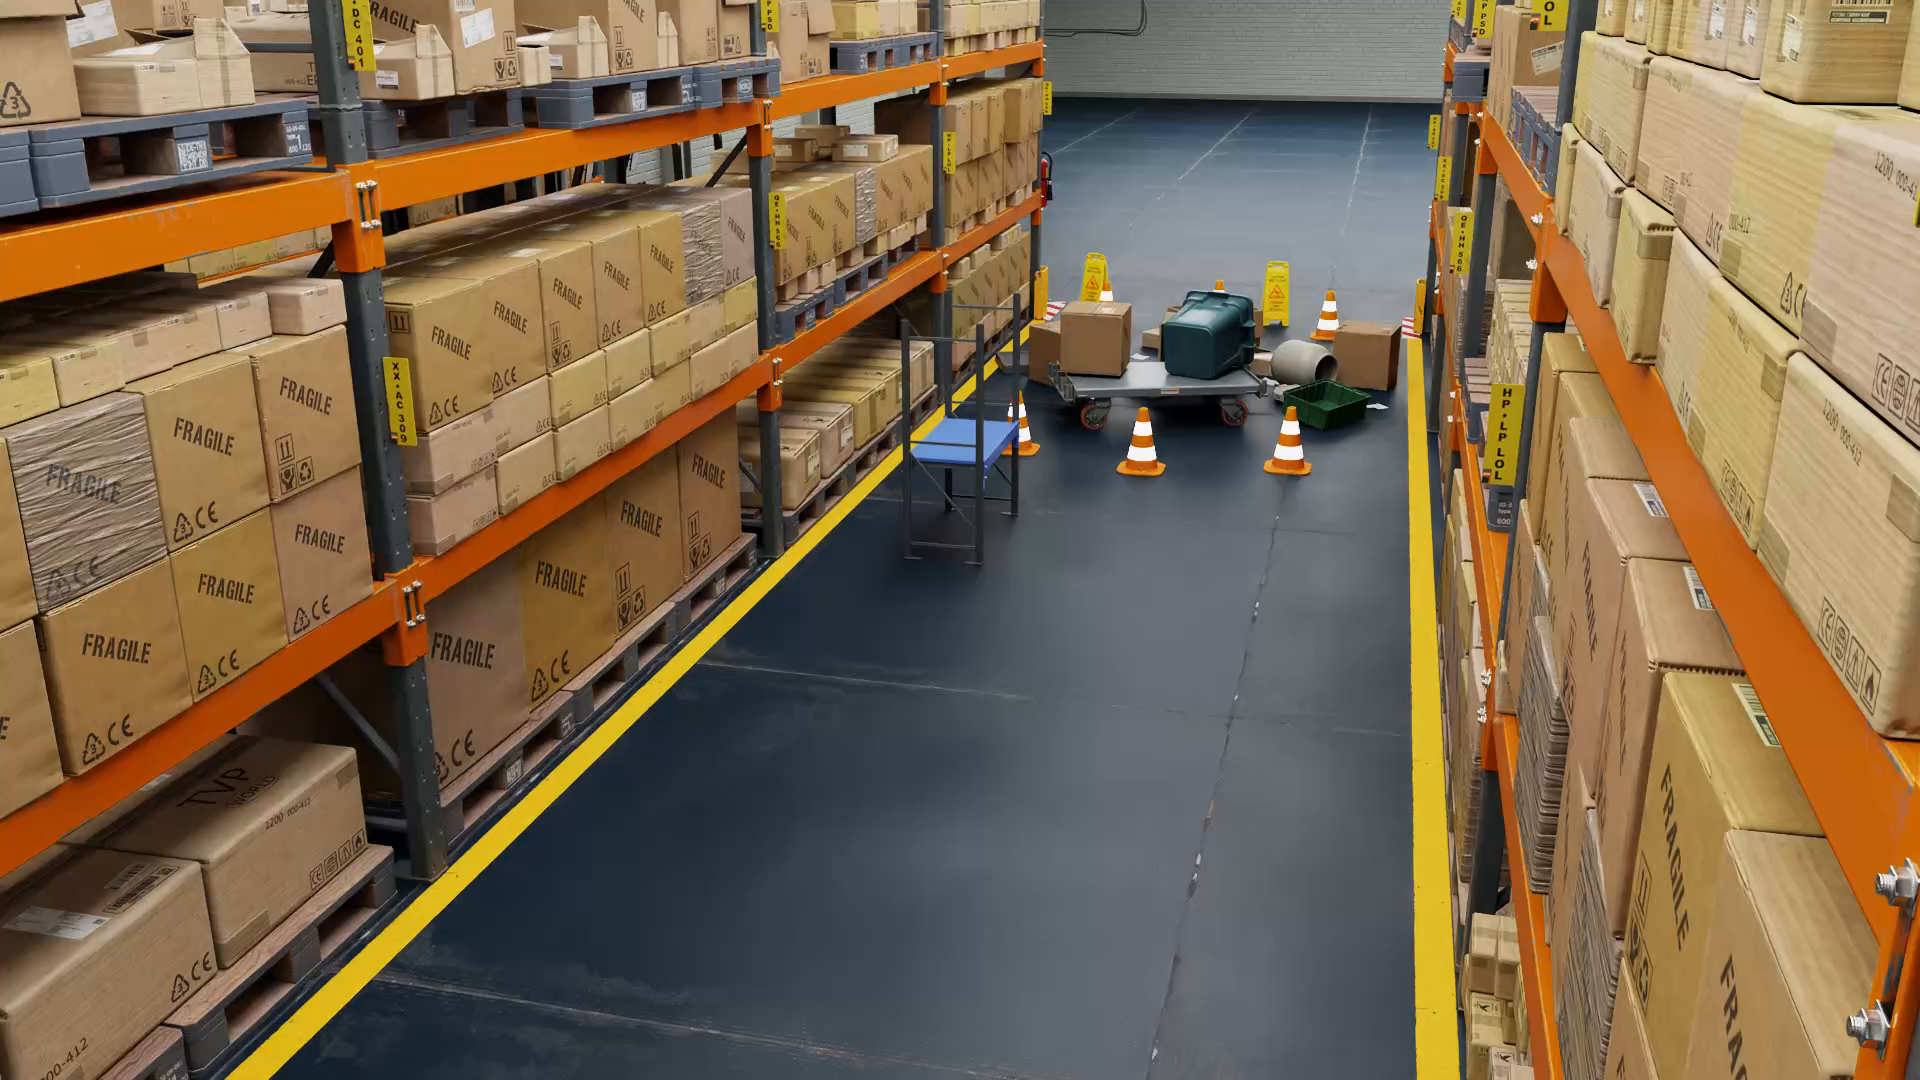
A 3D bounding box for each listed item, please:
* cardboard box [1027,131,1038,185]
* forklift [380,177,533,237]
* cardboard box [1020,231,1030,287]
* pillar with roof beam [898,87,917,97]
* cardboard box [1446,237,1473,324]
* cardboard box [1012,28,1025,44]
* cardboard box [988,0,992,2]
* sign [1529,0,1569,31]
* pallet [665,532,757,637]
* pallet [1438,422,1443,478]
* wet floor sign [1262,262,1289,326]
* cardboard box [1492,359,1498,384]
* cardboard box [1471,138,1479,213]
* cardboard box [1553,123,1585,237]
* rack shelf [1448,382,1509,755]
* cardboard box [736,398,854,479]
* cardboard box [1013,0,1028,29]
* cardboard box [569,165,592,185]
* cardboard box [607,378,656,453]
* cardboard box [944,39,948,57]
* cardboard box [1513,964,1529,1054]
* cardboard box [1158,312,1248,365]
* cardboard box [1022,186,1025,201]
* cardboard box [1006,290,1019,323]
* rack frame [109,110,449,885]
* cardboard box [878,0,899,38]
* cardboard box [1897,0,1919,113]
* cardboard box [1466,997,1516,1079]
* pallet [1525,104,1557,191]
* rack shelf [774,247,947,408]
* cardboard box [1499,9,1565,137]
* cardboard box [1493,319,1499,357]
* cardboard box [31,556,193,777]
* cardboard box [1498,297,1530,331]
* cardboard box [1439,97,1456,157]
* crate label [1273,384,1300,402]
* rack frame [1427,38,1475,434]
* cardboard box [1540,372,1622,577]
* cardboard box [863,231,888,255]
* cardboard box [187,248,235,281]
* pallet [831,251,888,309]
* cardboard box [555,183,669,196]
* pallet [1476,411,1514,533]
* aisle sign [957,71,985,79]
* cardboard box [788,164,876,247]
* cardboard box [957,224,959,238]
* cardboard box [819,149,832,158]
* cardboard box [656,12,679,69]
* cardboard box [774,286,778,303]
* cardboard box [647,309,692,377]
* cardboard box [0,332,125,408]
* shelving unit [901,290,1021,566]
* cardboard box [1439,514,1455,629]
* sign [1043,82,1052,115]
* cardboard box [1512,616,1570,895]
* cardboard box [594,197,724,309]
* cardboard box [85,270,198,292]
[{"bbox_3d":[0.488,-3.857,16.724,0.500,0.500,0.500,4,19,12],"label":"cardboard box"},{"bbox_3d":[-3.271,-1.771,11.338,1.130,2.935,3.031,4,19,12],"label":"forklift"},{"bbox_3d":[0.410,-2.841,16.810,0.500,0.500,0.500,5,19,14],"label":"cardboard box"},{"bbox_3d":[3.067,-12.245,32.616,9.100,9.000,0.400,5,19,13],"label":"pillar with roof beam"},{"bbox_3d":[3.439,-1.677,10.803,0.500,0.500,0.500,5,19,14],"label":"cardboard box"},{"bbox_3d":[0.410,-4.866,16.041,0.380,0.149,0.250,5,20,15],"label":"cardboard box"},{"bbox_3d":[0.069,-4.852,14.765,0.380,0.149,0.250,5,20,14],"label":"cardboard box"},{"bbox_3d":[1.707,-1.633,4.779,0.100,0.325,0.005,5,19,13],"label":"sign"},{"bbox_3d":[-1.867,0.208,9.753,1.003,0.211,1.213,5,19,13],"label":"pallet"},{"bbox_3d":[4.085,-0.680,12.353,1.003,0.211,1.213,5,19,13],"label":"pallet"},{"bbox_3d":[3.265,-2.553,17.163,0.267,0.644,0.232,1,19,4],"label":"wet floor sign"},{"bbox_3d":[2.787,-0.781,8.072,0.380,0.149,0.250,6,20,16],"label":"cardboard box"},{"bbox_3d":[4.085,-2.612,11.993,0.700,0.500,0.500,4,19,12],"label":"cardboard box"},{"bbox_3d":[1.877,-0.964,4.462,0.500,0.250,0.500,6,20,16],"label":"cardboard box"},{"bbox_3d":[2.734,-0.027,7.238,1.077,0.370,4.000,5,19,13],"label":"rack shelf"},{"bbox_3d":[-1.281,-0.717,11.561,0.950,0.372,0.625,4,19,12],"label":"cardboard box"},{"bbox_3d":[0.352,-5.012,15.851,0.500,0.250,0.500,4,19,13],"label":"cardboard box"},{"bbox_3d":[-4.327,-4.124,17.965,0.500,0.500,0.500,4,19,12],"label":"cardboard box"},{"bbox_3d":[-1.819,-0.623,8.103,0.500,0.250,0.500,4,19,12],"label":"cardboard box"},{"bbox_3d":[-0.307,-3.987,13.467,0.380,0.149,0.250,4,19,13],"label":"cardboard box"},{"bbox_3d":[1.822,1.385,4.832,0.380,0.149,0.250,4,19,13],"label":"cardboard box"},{"bbox_3d":[2.158,-1.699,14.674,0.797,0.637,0.503,5,19,13],"label":"cardboard box"},{"bbox_3d":[0.431,-3.441,16.509,0.380,0.149,0.250,4,19,12],"label":"cardboard box"},{"bbox_3d":[0.282,-2.322,16.449,0.500,0.250,0.500,5,19,14],"label":"cardboard box"},{"bbox_3d":[-2.579,-0.099,6.338,1.000,3.000,0.127,5,19,13],"label":"rack frame"},{"bbox_3d":[-0.755,-3.801,12.118,0.500,0.250,0.500,5,19,14],"label":"cardboard box"},{"bbox_3d":[1.282,-0.538,1.822,0.380,0.149,0.250,4,19,12],"label":"cardboard box"},{"bbox_3d":[1.780,1.582,5.175,0.380,0.149,0.250,5,20,15],"label":"cardboard box"},{"bbox_3d":[2.500,-1.256,5.374,1.213,0.211,1.003,5,19,13],"label":"pallet"},{"bbox_3d":[-1.113,-1.640,11.960,1.077,0.370,4.000,5,19,13],"label":"rack shelf"},{"bbox_3d":[2.593,-1.988,7.073,0.500,0.500,0.500,5,19,13],"label":"cardboard box"},{"bbox_3d":[2.846,-0.994,8.235,0.380,0.149,0.250,6,20,16],"label":"cardboard box"},{"bbox_3d":[-2.673,0.339,4.899,0.500,0.500,0.500,4,19,13],"label":"cardboard box"},{"bbox_3d":[2.795,-1.065,7.983,0.380,0.149,0.250,5,19,13],"label":"cardboard box"},{"bbox_3d":[4.736,-3.626,14.759,0.875,0.550,0.550,5,19,13],"label":"cardboard box"},{"bbox_3d":[2.810,-1.229,14.074,0.298,0.136,0.250,-9,21,-24],"label":"crate label"},{"bbox_3d":[4.200,-2.248,12.627,1.000,3.000,0.127,5,19,13],"label":"rack frame"},{"bbox_3d":[1.787,-0.116,4.223,0.500,0.500,0.500,4,19,12],"label":"cardboard box"},{"bbox_3d":[-0.746,-2.185,12.183,0.380,0.149,0.250,5,19,13],"label":"cardboard box"},{"bbox_3d":[-5.824,-2.112,12.462,0.500,0.250,0.500,4,19,12],"label":"cardboard box"},{"bbox_3d":[-1.158,-1.886,11.866,1.003,0.211,1.213,5,19,13],"label":"pallet"},{"bbox_3d":[-1.959,-1.738,9.435,0.500,0.500,0.500,4,19,12],"label":"cardboard box"},{"bbox_3d":[2.779,-0.279,7.162,1.003,0.211,1.213,5,19,13],"label":"pallet"},{"bbox_3d":[0.068,-5.135,17.058,0.394,0.787,0.004,5,19,13],"label":"aisle sign"},{"bbox_3d":[-0.894,-2.350,11.662,0.500,0.500,0.500,4,19,11],"label":"cardboard box"},{"bbox_3d":[-0.225,-2.645,14.178,0.380,0.149,0.250,5,20,15],"label":"cardboard box"},{"bbox_3d":[-1.139,-2.712,12.723,0.500,0.500,0.500,5,19,14],"label":"cardboard box"},{"bbox_3d":[-1.599,-2.448,8.133,0.396,0.266,0.258,4,19,12],"label":"cardboard box"},{"bbox_3d":[-1.342,-1.520,10.237,0.380,0.149,0.250,4,19,10],"label":"cardboard box"},{"bbox_3d":[-1.701,-1.024,8.503,0.500,0.250,0.500,4,19,12],"label":"cardboard box"},{"bbox_3d":[-2.656,-0.492,4.781,0.380,0.149,0.250,5,19,13],"label":"cardboard box"},{"bbox_3d":[0.021,-0.736,10.523,0.538,1.500,1.048,5,19,13],"label":"shelving unit"},{"bbox_3d":[2.803,0.192,8.703,0.500,0.500,0.500,4,19,11],"label":"cardboard box"},{"bbox_3d":[0.886,-4.508,16.965,0.100,0.325,0.005,5,19,13],"label":"sign"},{"bbox_3d":[1.609,0.518,3.916,0.500,0.500,0.500,4,19,12],"label":"cardboard box"},{"bbox_3d":[-1.592,-1.529,8.823,0.500,0.500,0.500,5,19,14],"label":"cardboard box"},{"bbox_3d":[-2.908,-0.848,5.826,0.380,0.149,0.250,4,19,13],"label":"cardboard box"}]
